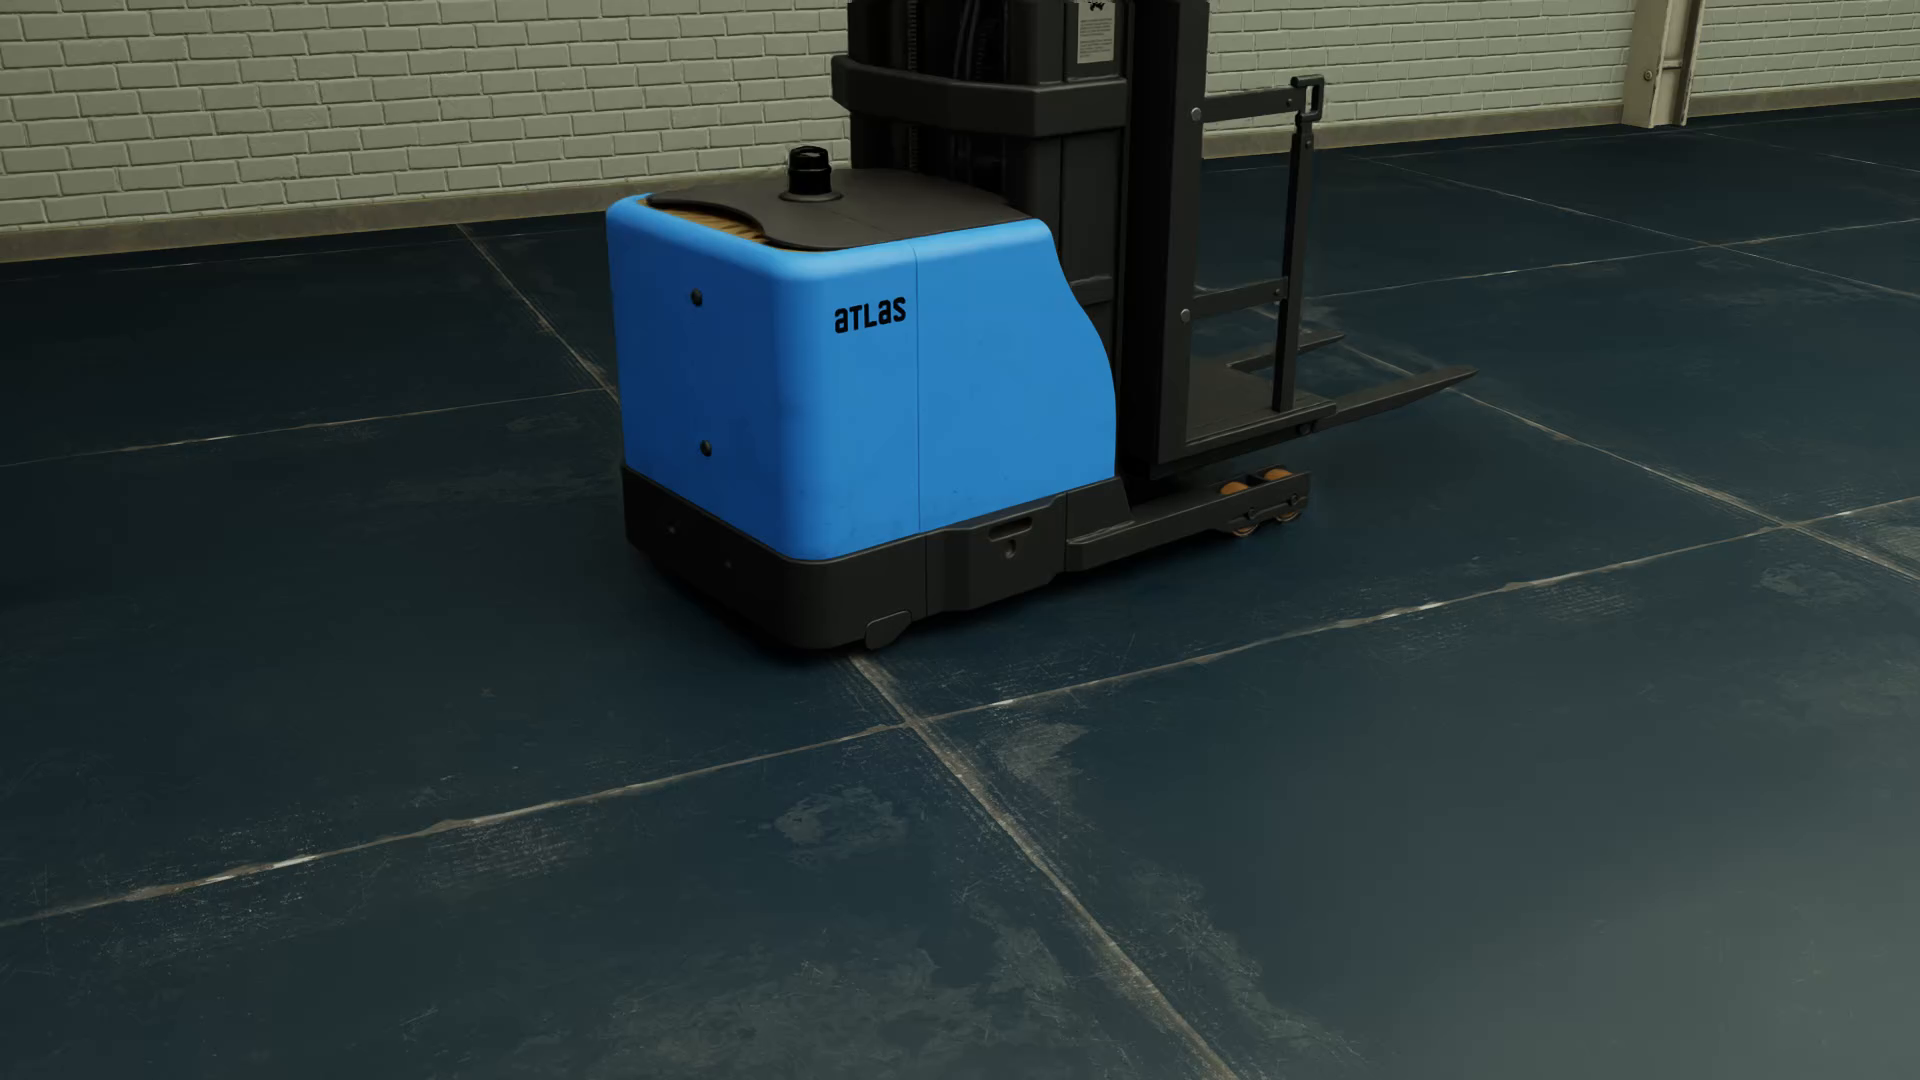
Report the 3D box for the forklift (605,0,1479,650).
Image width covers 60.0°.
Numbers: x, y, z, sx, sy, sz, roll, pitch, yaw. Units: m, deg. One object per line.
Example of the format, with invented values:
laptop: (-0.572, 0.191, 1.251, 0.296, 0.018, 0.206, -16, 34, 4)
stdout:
forklift: (0.480, -1.507, 4.914, 3.031, 2.935, 1.130, -17, 28, -35)
